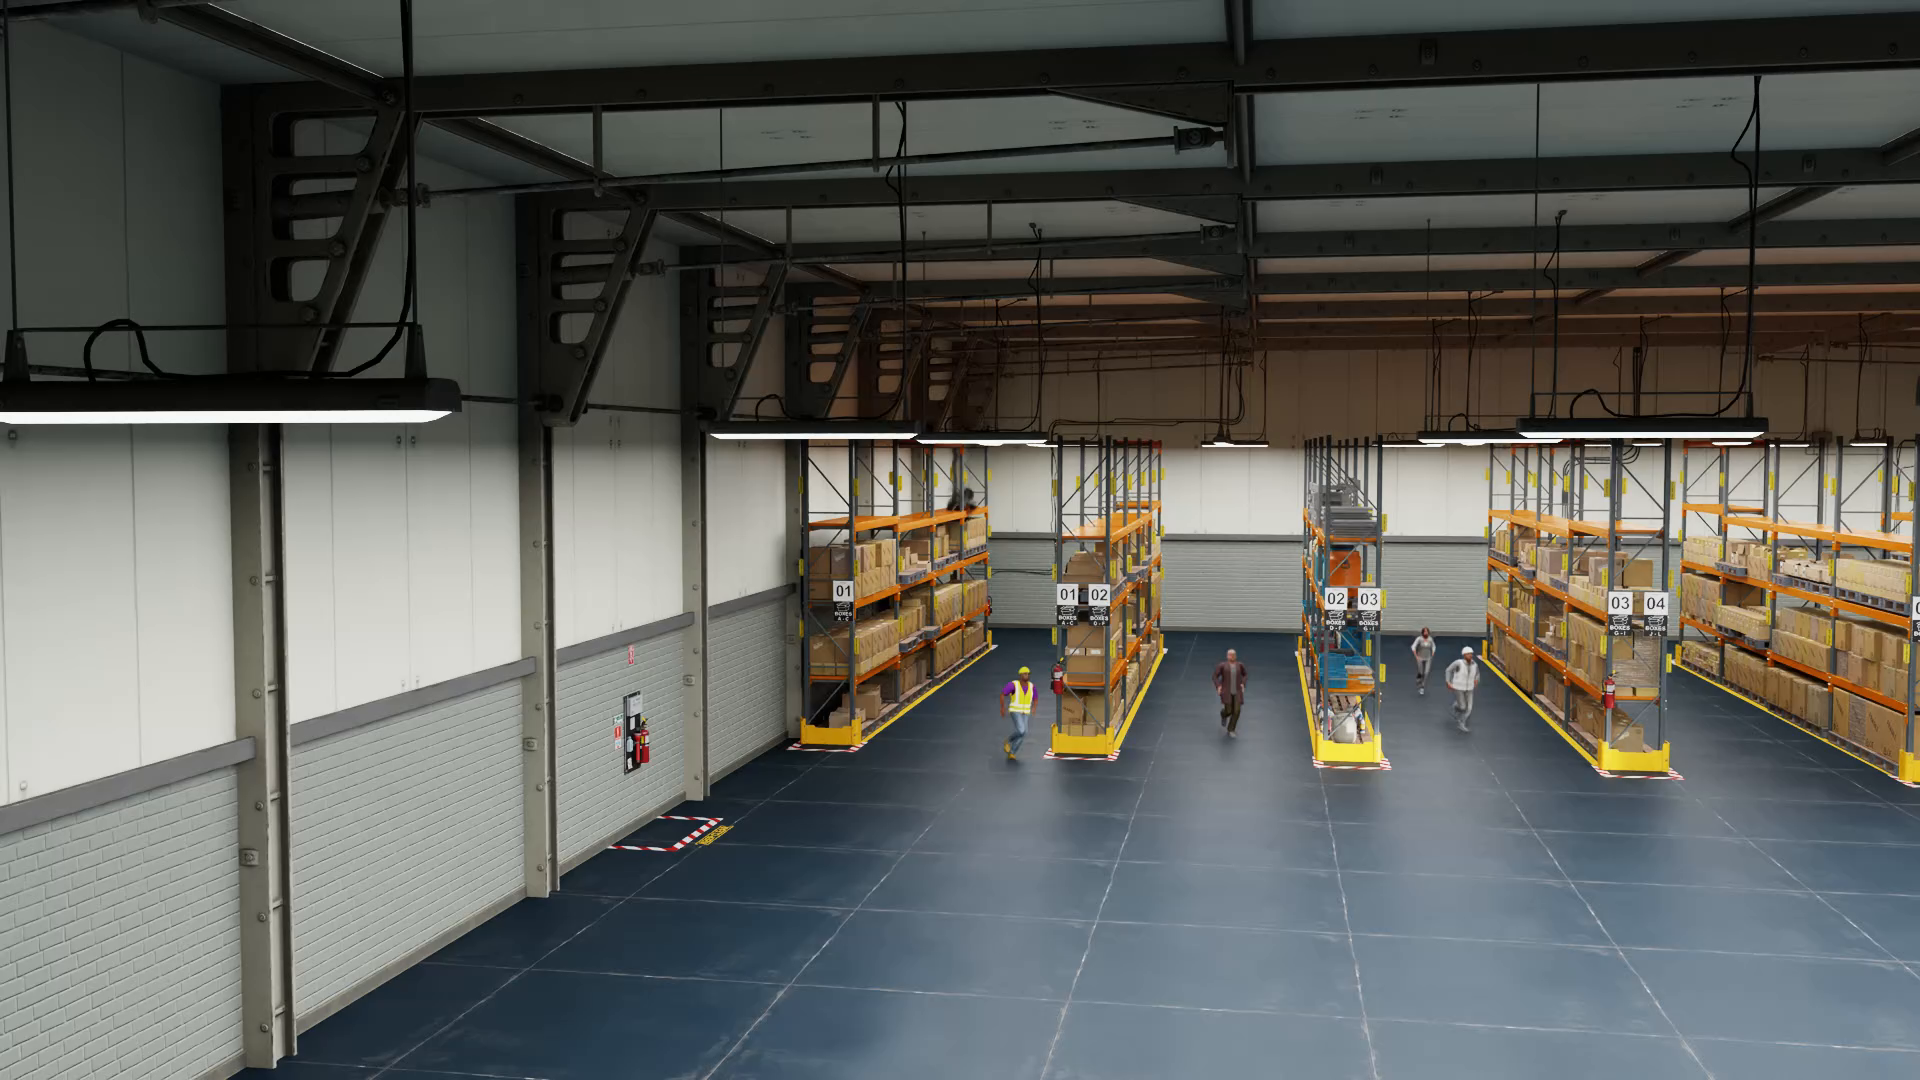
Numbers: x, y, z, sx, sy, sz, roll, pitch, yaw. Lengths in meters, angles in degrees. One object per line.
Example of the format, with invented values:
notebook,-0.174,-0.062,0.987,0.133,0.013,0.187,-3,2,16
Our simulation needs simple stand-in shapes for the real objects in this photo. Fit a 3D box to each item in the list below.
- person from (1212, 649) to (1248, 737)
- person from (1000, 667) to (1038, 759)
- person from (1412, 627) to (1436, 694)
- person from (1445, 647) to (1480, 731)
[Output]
person,5.442,3.065,33.431,0.724,1.752,0.653,0,3,-6
person,1.147,3.208,30.811,0.743,1.696,0.560,-1,3,-25
person,10.961,2.831,39.305,0.559,1.565,0.564,0,3,4
person,10.300,3.041,34.018,0.693,1.727,0.685,0,3,-8
